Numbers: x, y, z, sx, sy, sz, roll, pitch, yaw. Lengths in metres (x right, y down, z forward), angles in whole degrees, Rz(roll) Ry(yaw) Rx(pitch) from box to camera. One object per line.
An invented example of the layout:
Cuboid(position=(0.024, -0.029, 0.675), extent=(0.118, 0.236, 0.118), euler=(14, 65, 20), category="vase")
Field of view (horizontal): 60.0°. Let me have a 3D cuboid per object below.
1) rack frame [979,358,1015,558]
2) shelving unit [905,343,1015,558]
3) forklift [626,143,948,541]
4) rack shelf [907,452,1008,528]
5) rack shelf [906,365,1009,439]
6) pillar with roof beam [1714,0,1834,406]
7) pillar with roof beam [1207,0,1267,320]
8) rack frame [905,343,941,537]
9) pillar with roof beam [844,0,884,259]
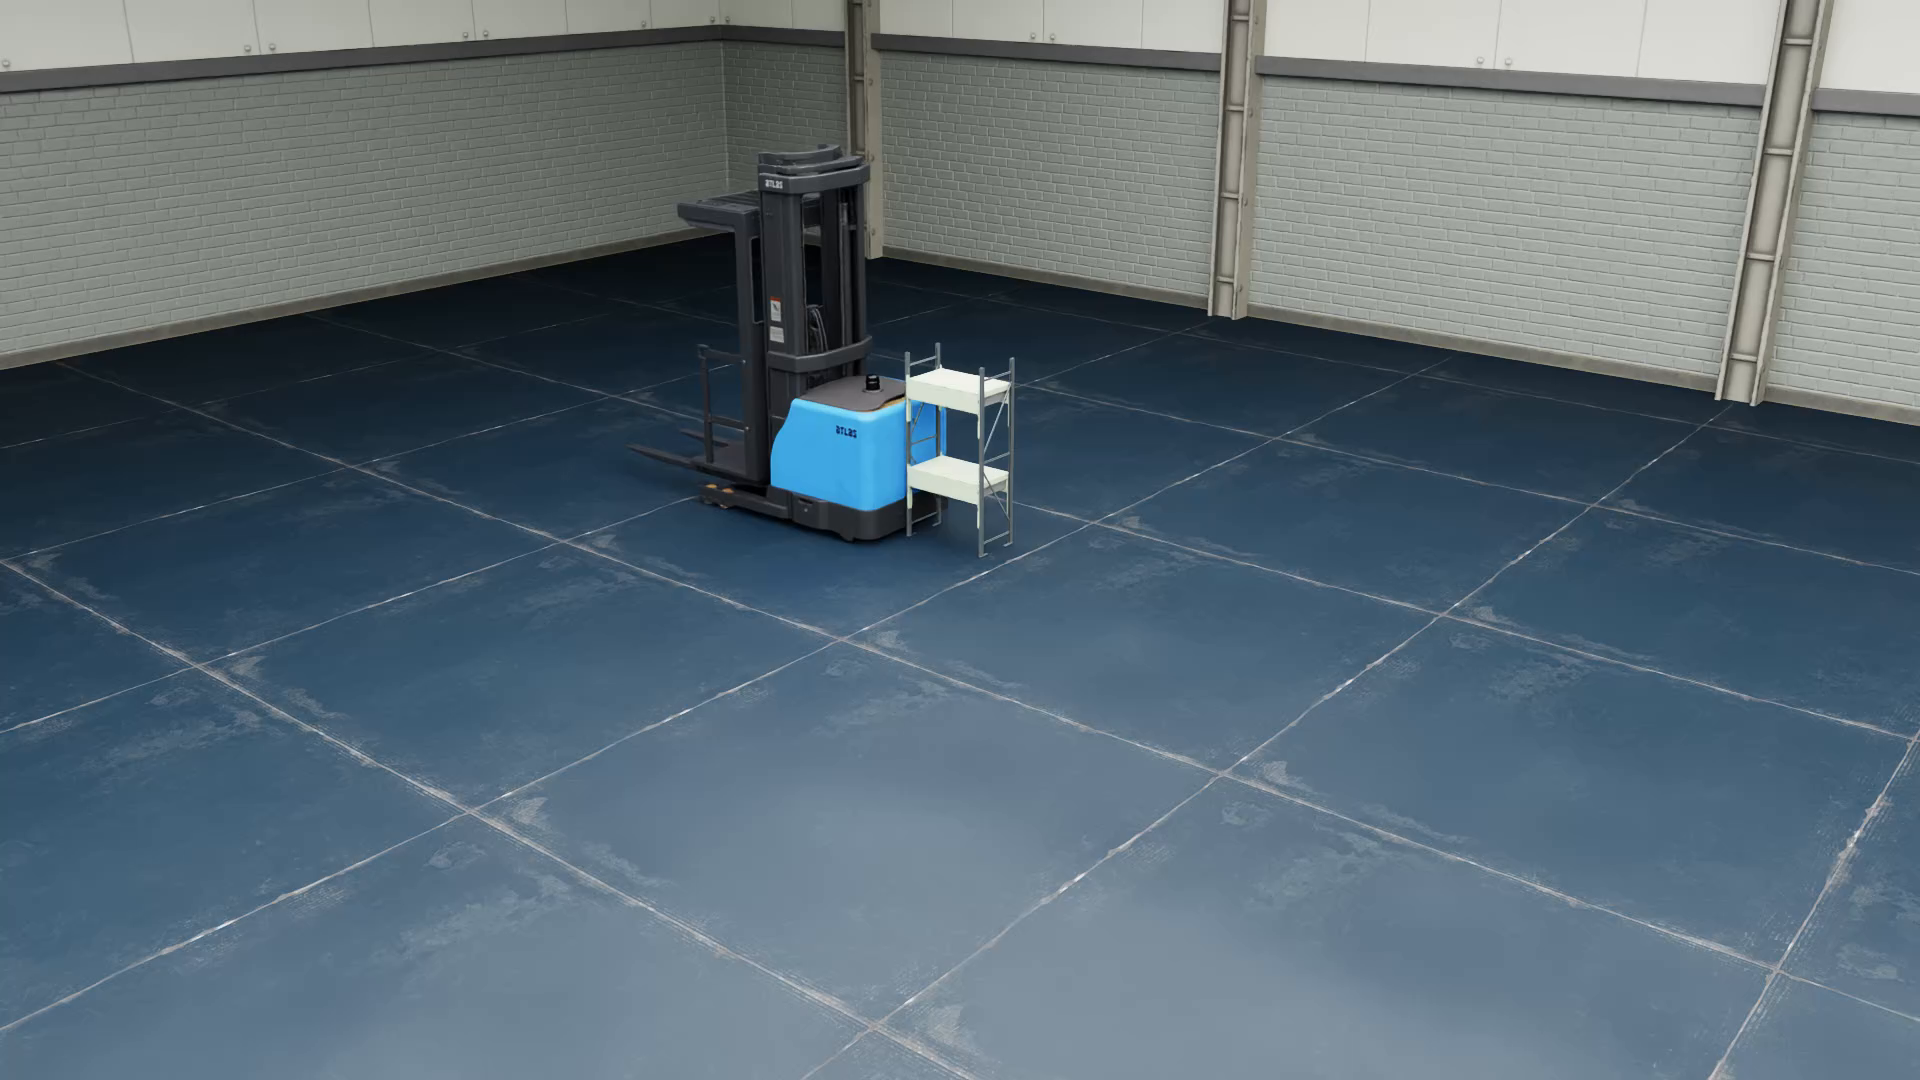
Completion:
Cuboid(position=(0.278, -0.622, 12.691), extent=(0.023, 1.500, 0.400), euler=(16, 26, 36), category="rack frame")
Cuboid(position=(-0.005, -0.703, 12.907), extent=(0.755, 1.500, 0.431), euler=(16, 26, 36), category="shelving unit")
Cuboid(position=(-1.571, -1.763, 13.688), extent=(3.031, 2.935, 1.130), euler=(15, 26, 35), category="forklift")
Cuboid(position=(-0.005, -0.398, 13.022), extent=(0.720, 0.370, 0.431), euler=(16, 26, 36), category="rack shelf")
Cuboid(position=(-0.005, -1.068, 12.770), extent=(0.720, 0.370, 0.431), euler=(16, 26, 36), category="rack shelf")
Cuboid(position=(5.227, -4.466, 12.257), extent=(0.400, 9.000, 9.100), euler=(16, 26, 36), category="pillar with roof beam")
Cuboid(position=(0.579, -5.805, 15.807), extent=(0.400, 9.000, 9.100), euler=(16, 26, 36), category="pillar with roof beam")
Cuboid(position=(-0.289, -0.785, 13.124), extent=(0.023, 1.500, 0.400), euler=(16, 26, 36), category="rack frame")
Cuboid(position=(-4.069, -7.143, 19.357), extent=(0.400, 9.000, 9.100), euler=(16, 26, 36), category="pillar with roof beam")
